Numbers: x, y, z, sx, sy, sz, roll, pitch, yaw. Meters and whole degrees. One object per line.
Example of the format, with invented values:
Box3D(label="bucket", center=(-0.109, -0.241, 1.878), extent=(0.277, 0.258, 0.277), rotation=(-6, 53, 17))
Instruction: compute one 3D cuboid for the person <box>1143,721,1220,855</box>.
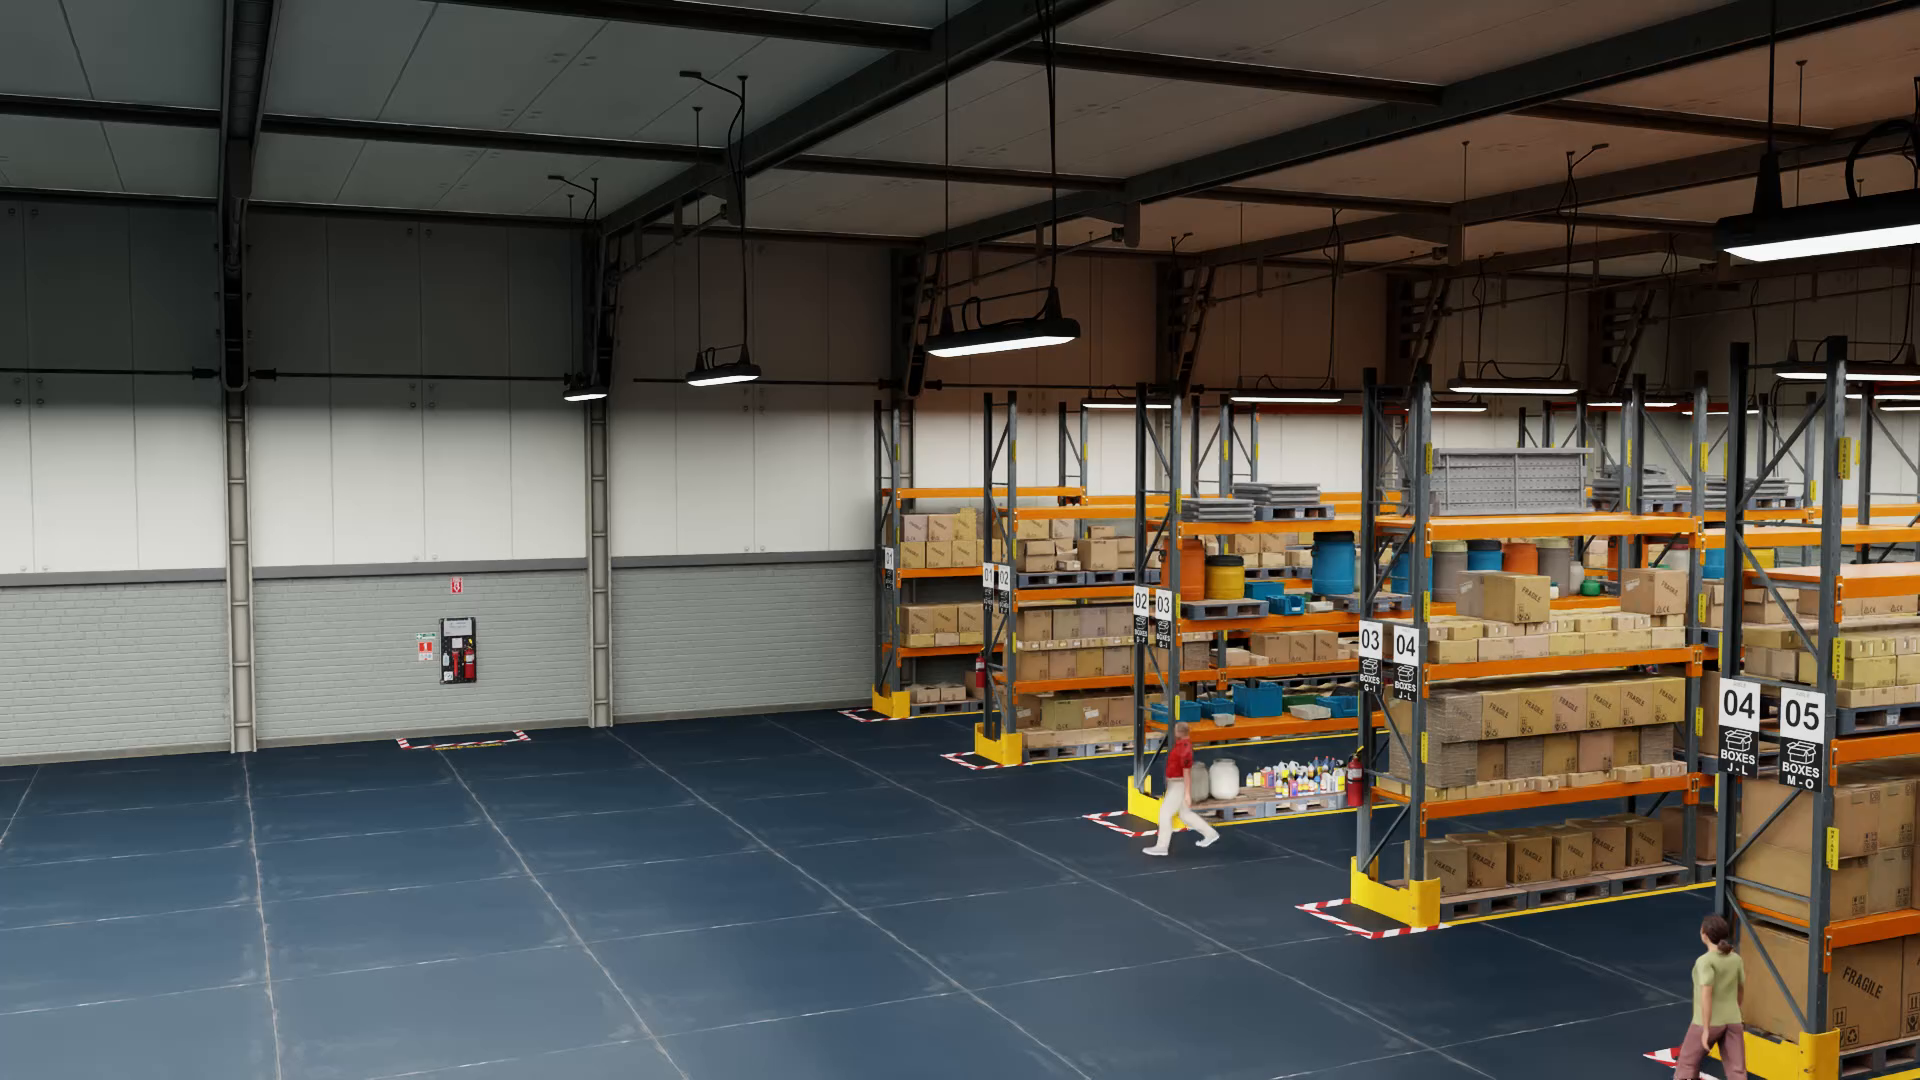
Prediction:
Box3D(label="person", center=(2.784, 3.096, 20.881), extent=(1.012, 1.676, 0.628), rotation=(0, 3, -3))

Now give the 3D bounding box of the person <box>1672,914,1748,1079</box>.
Box3D(label="person", center=(5.666, 3.606, 12.483), extent=(0.464, 1.598, 1.025), rotation=(-1, 3, -10))
